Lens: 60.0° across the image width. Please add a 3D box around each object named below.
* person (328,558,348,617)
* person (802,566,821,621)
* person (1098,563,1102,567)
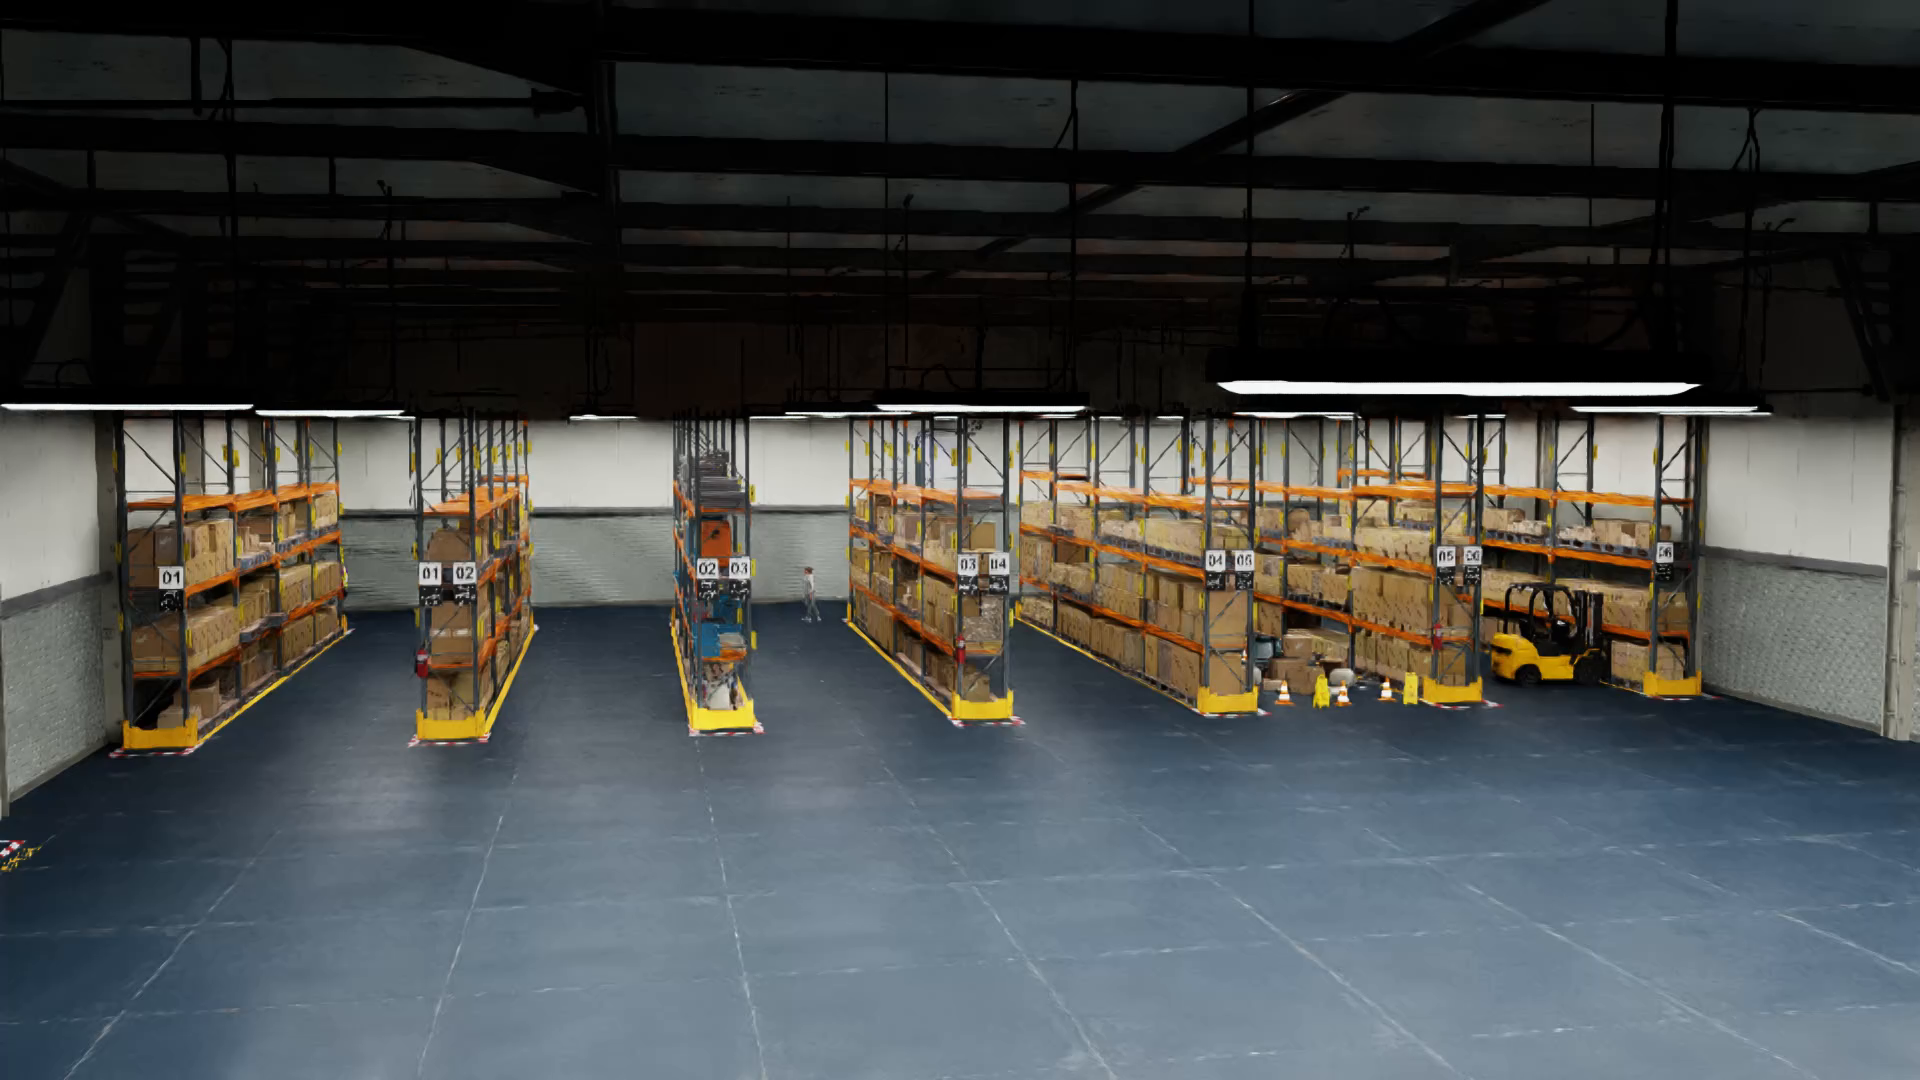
[{"bbox_3d":[-18.283,1.380,48.706,0.529,1.757,0.733,3,5,40],"label":"person"},{"bbox_3d":[-4.260,1.536,47.832,0.434,1.594,0.594,-3,5,-34],"label":"person"},{"bbox_3d":[3.966,1.491,47.937,0.494,1.645,0.614,0,4,-5],"label":"person"}]
